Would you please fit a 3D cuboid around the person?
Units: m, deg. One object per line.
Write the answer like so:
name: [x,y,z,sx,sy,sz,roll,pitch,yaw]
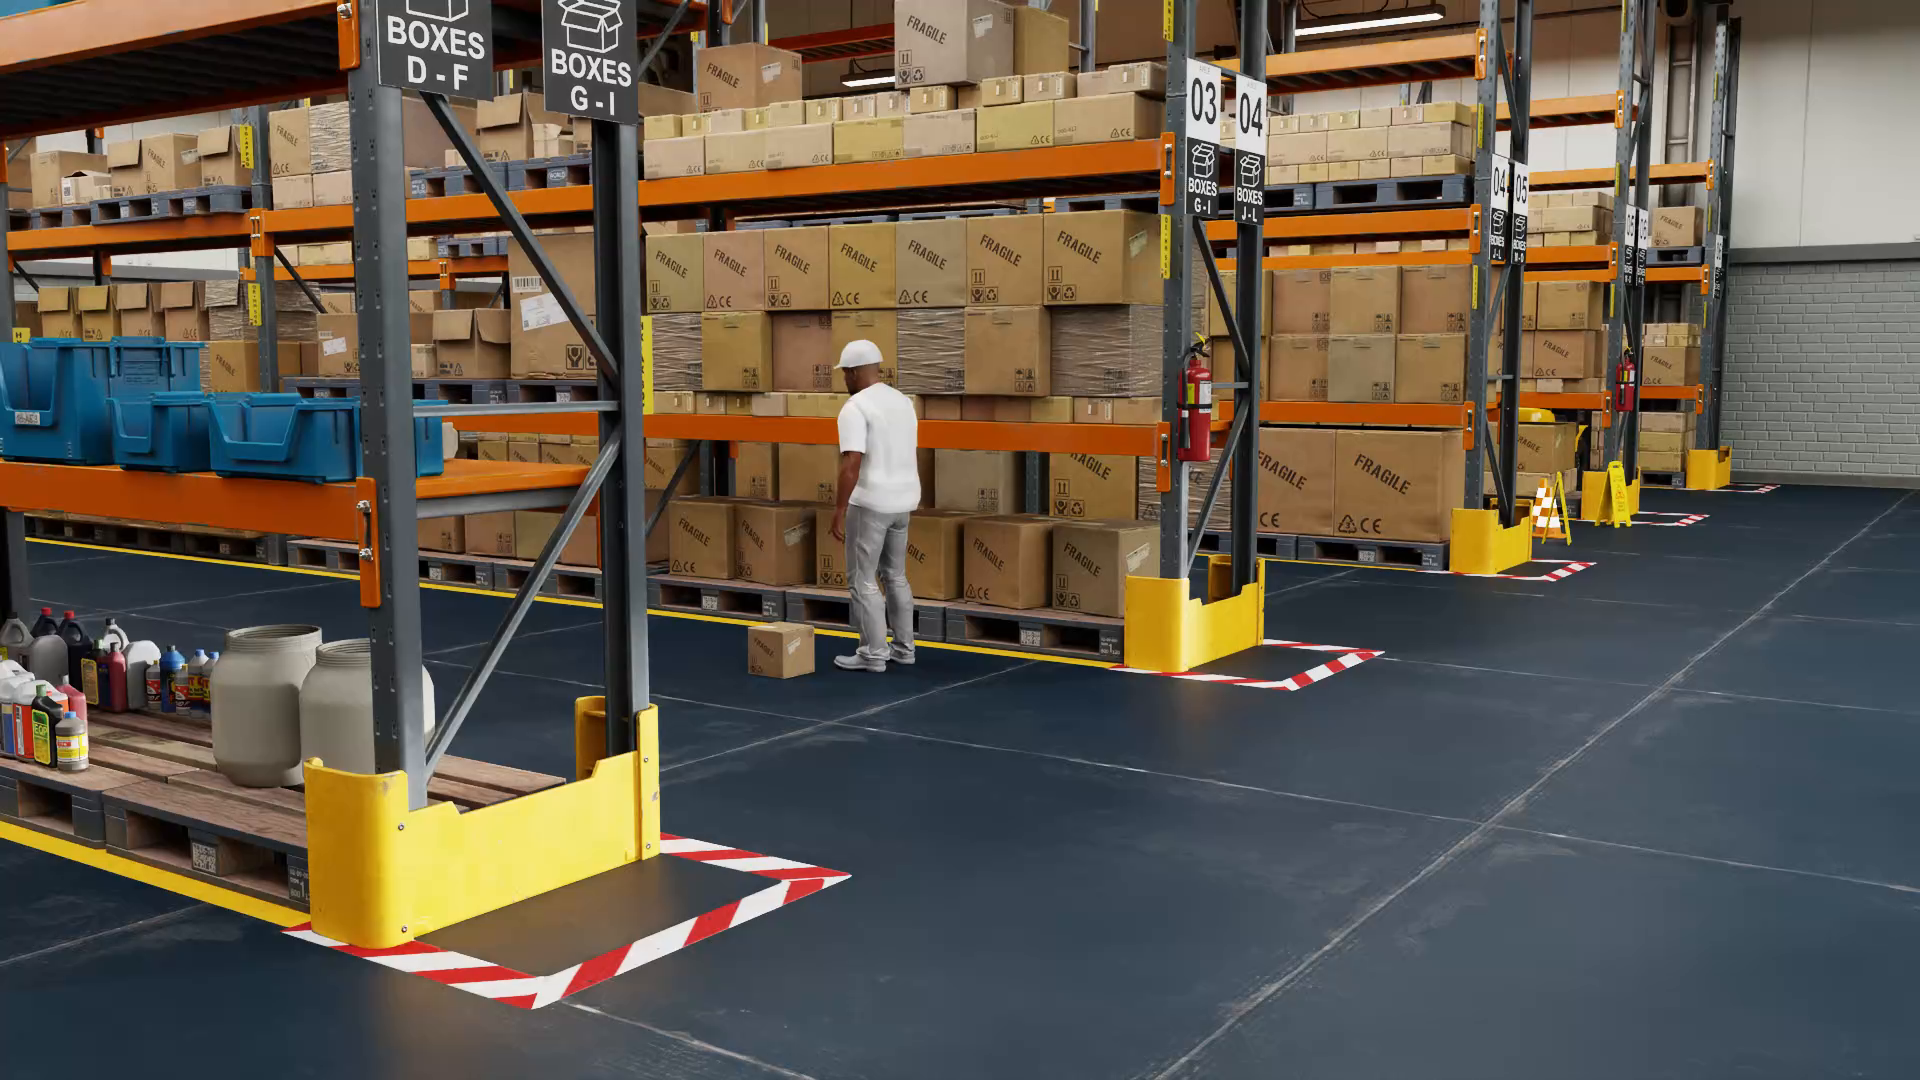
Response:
person: [-0.461,-0.188,8.918,0.462,1.760,0.636,5,8,36]
